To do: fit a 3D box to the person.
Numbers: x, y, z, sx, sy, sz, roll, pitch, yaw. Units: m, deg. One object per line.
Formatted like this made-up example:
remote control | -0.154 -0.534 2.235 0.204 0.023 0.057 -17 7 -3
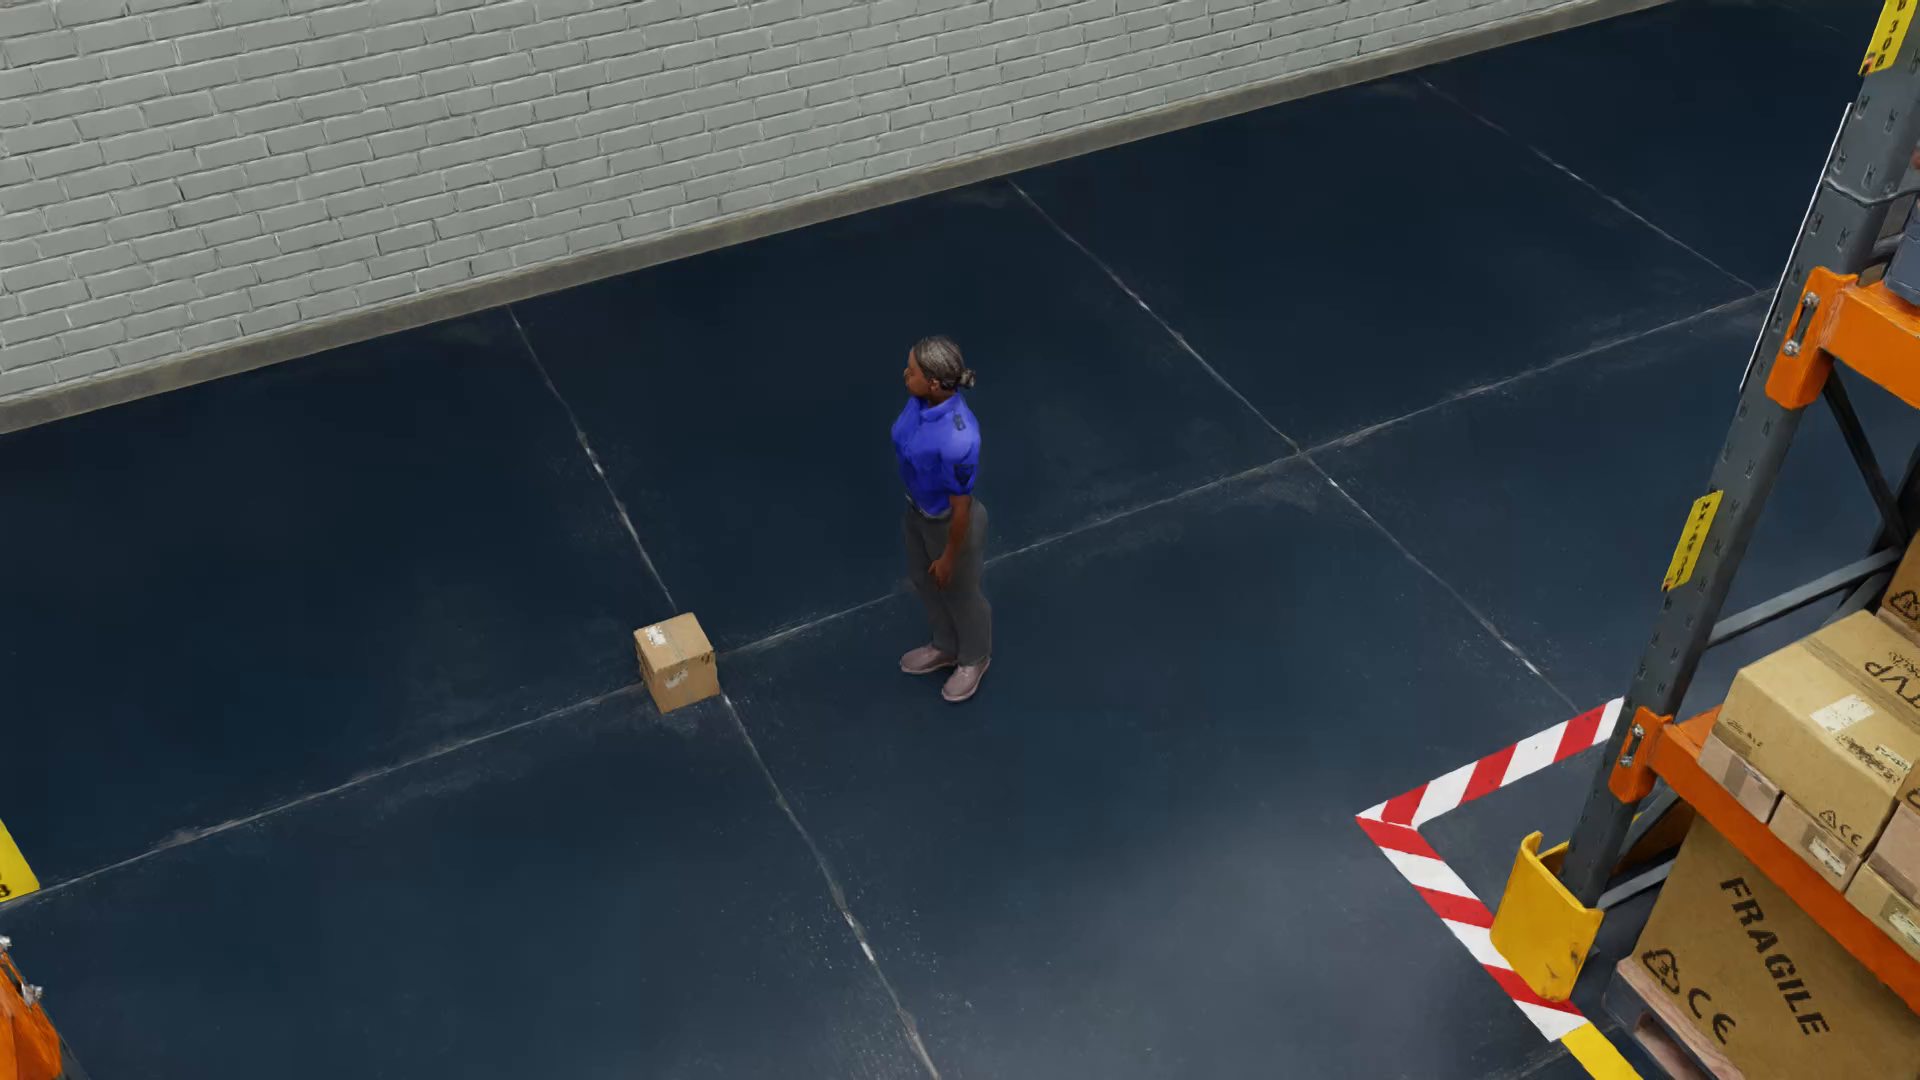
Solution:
person | -0.049 -0.073 6.230 0.361 1.669 0.482 -18 44 -19
